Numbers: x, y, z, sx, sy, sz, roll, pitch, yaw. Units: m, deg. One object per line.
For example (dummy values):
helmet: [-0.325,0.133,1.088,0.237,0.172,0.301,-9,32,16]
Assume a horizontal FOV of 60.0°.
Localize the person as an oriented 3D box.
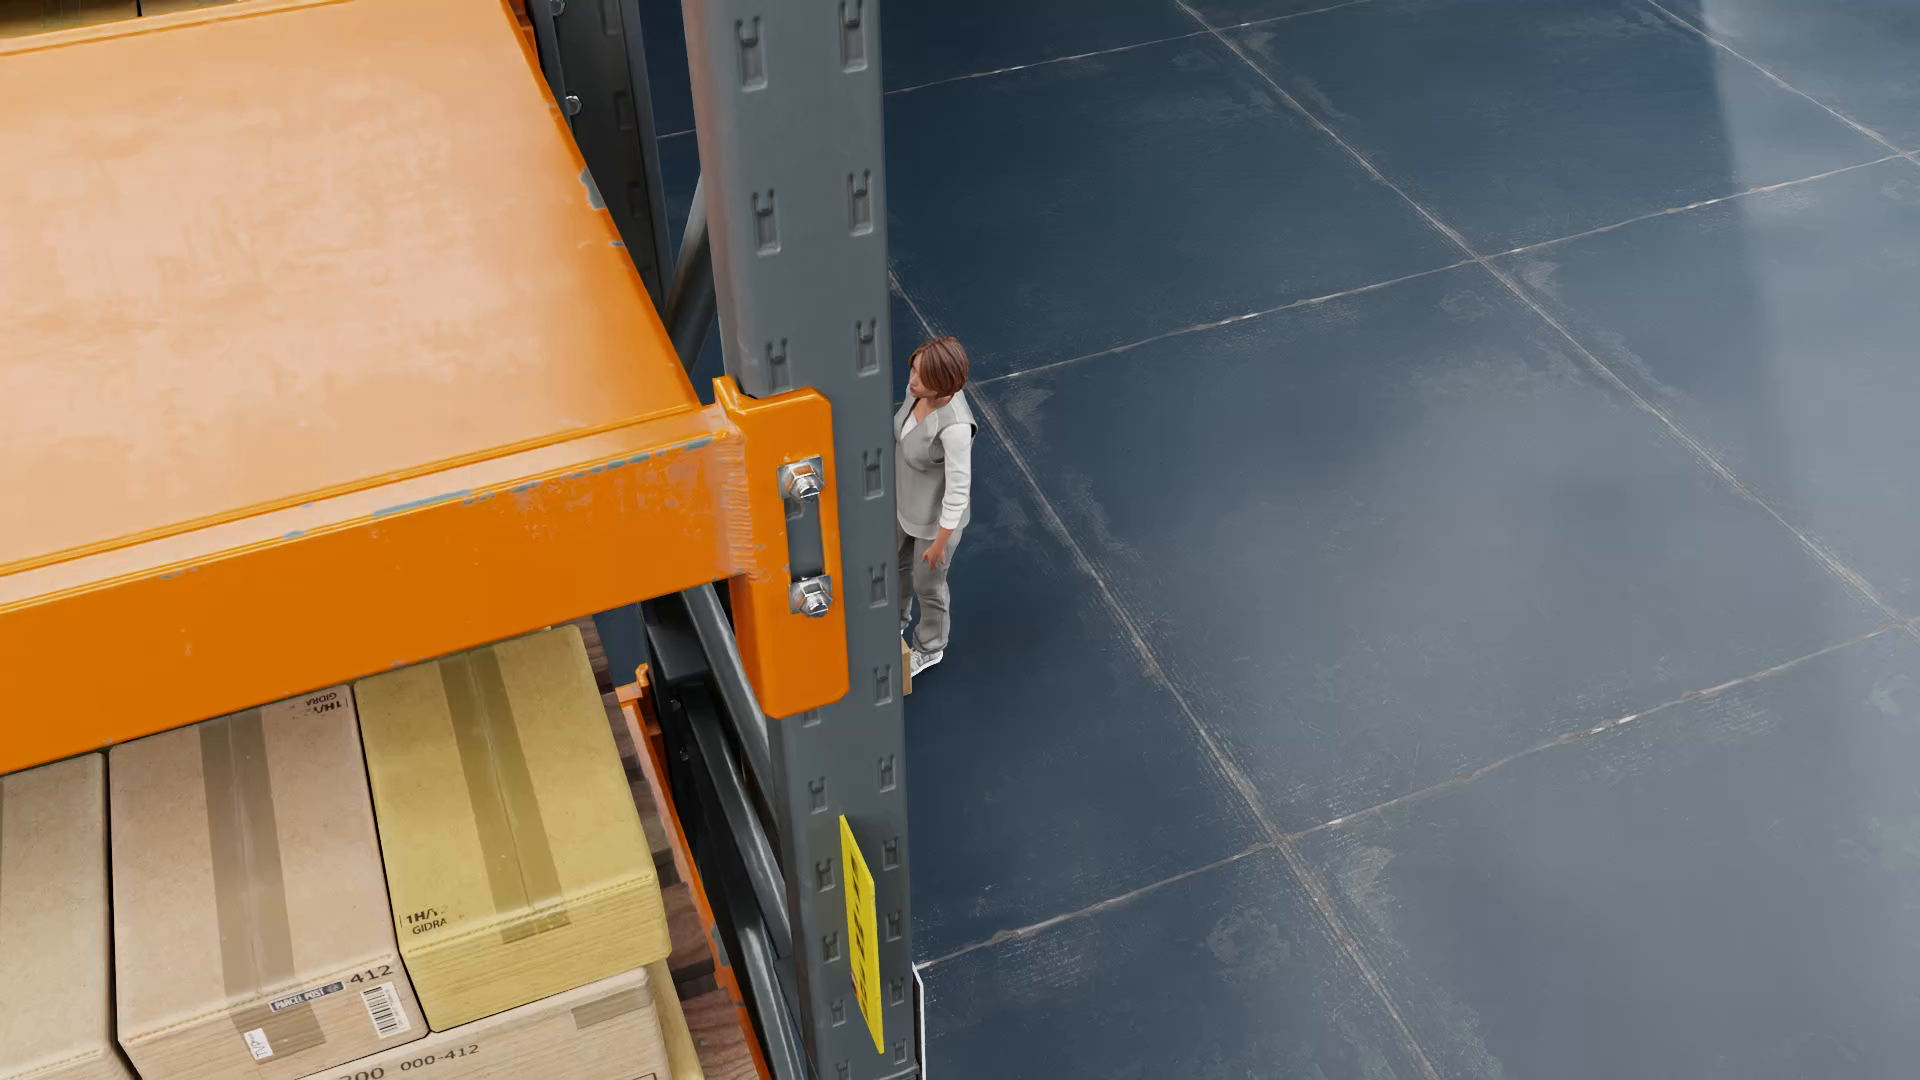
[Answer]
person: [-0.200,-0.091,6.254,0.472,1.600,0.521,-15,45,-16]
